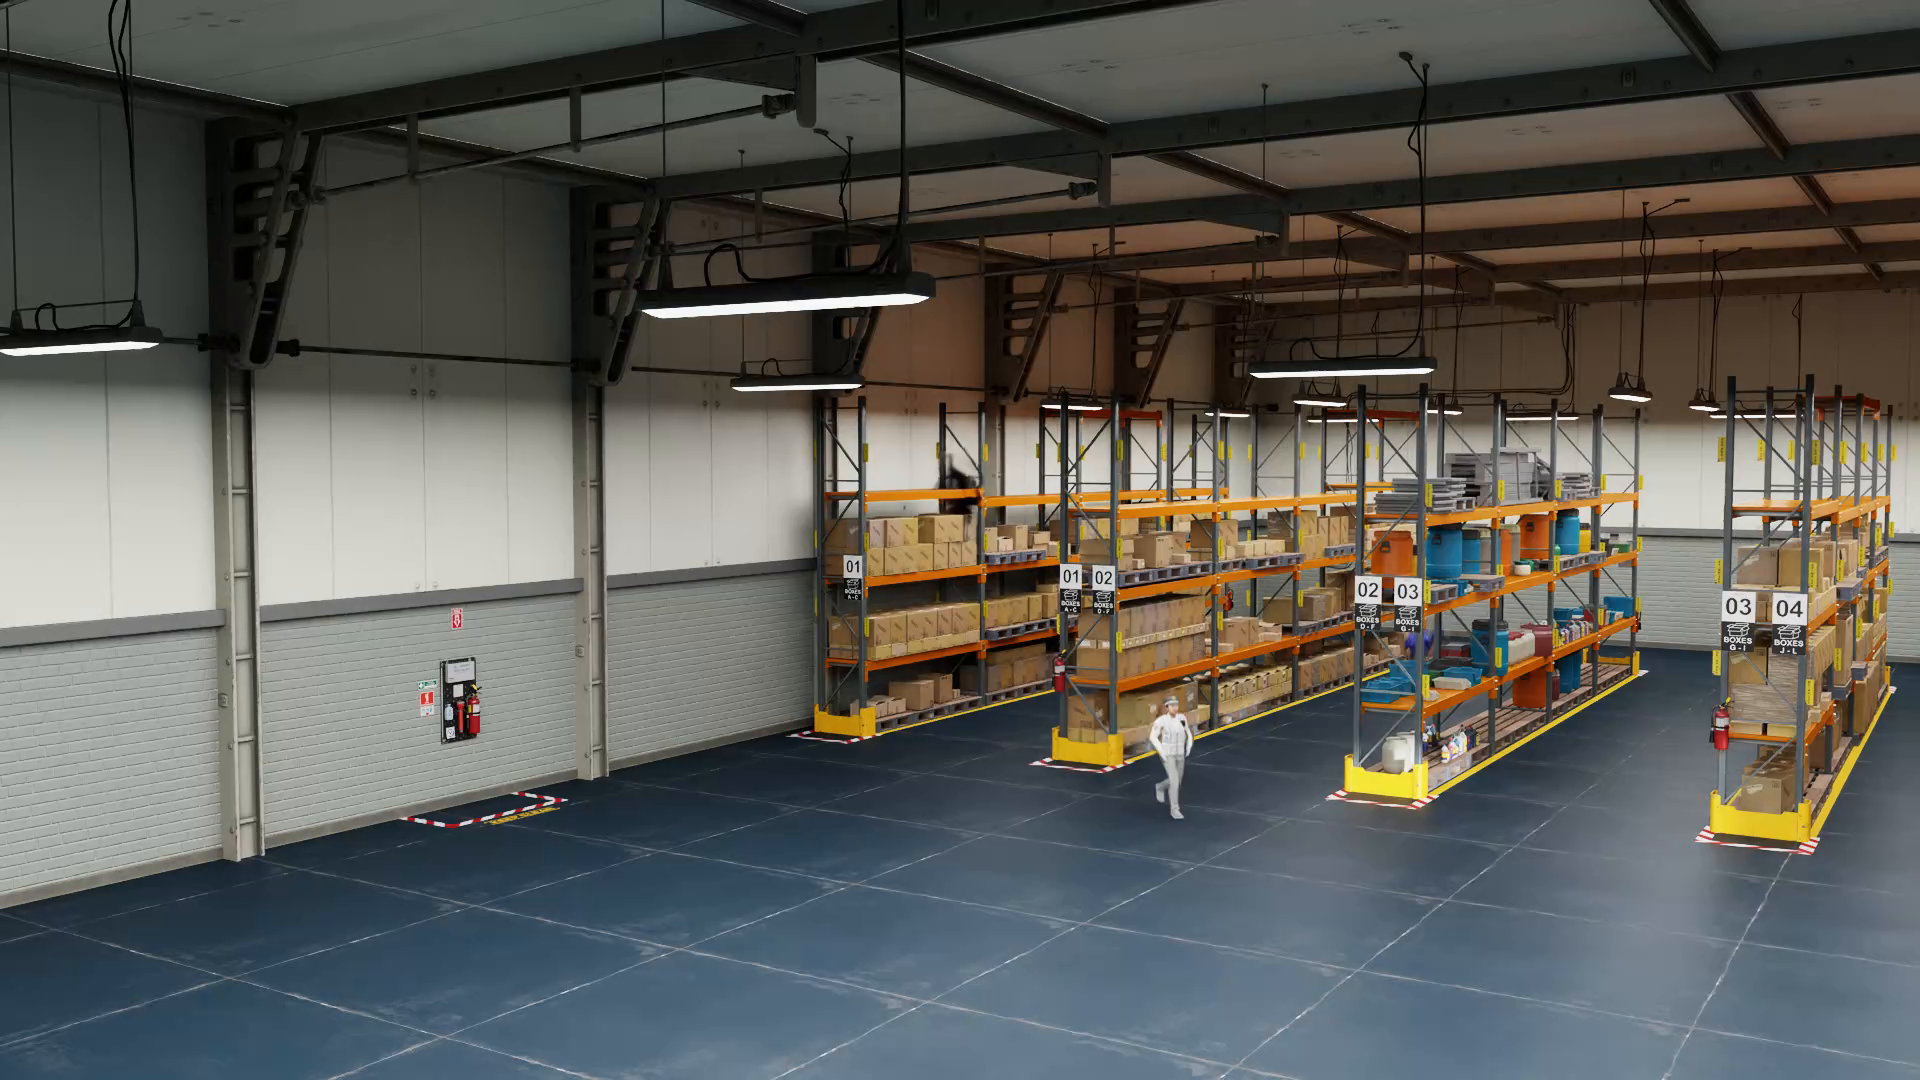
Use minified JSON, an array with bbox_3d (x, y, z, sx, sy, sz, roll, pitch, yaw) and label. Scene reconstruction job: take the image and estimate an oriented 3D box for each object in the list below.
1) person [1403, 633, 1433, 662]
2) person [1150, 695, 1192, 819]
[{"bbox_3d":[9.153,2.452,33.234,0.572,1.612,0.617,1,3,20],"label":"person"},{"bbox_3d":[2.872,2.958,22.936,0.552,1.686,0.746,-1,3,-21],"label":"person"}]
